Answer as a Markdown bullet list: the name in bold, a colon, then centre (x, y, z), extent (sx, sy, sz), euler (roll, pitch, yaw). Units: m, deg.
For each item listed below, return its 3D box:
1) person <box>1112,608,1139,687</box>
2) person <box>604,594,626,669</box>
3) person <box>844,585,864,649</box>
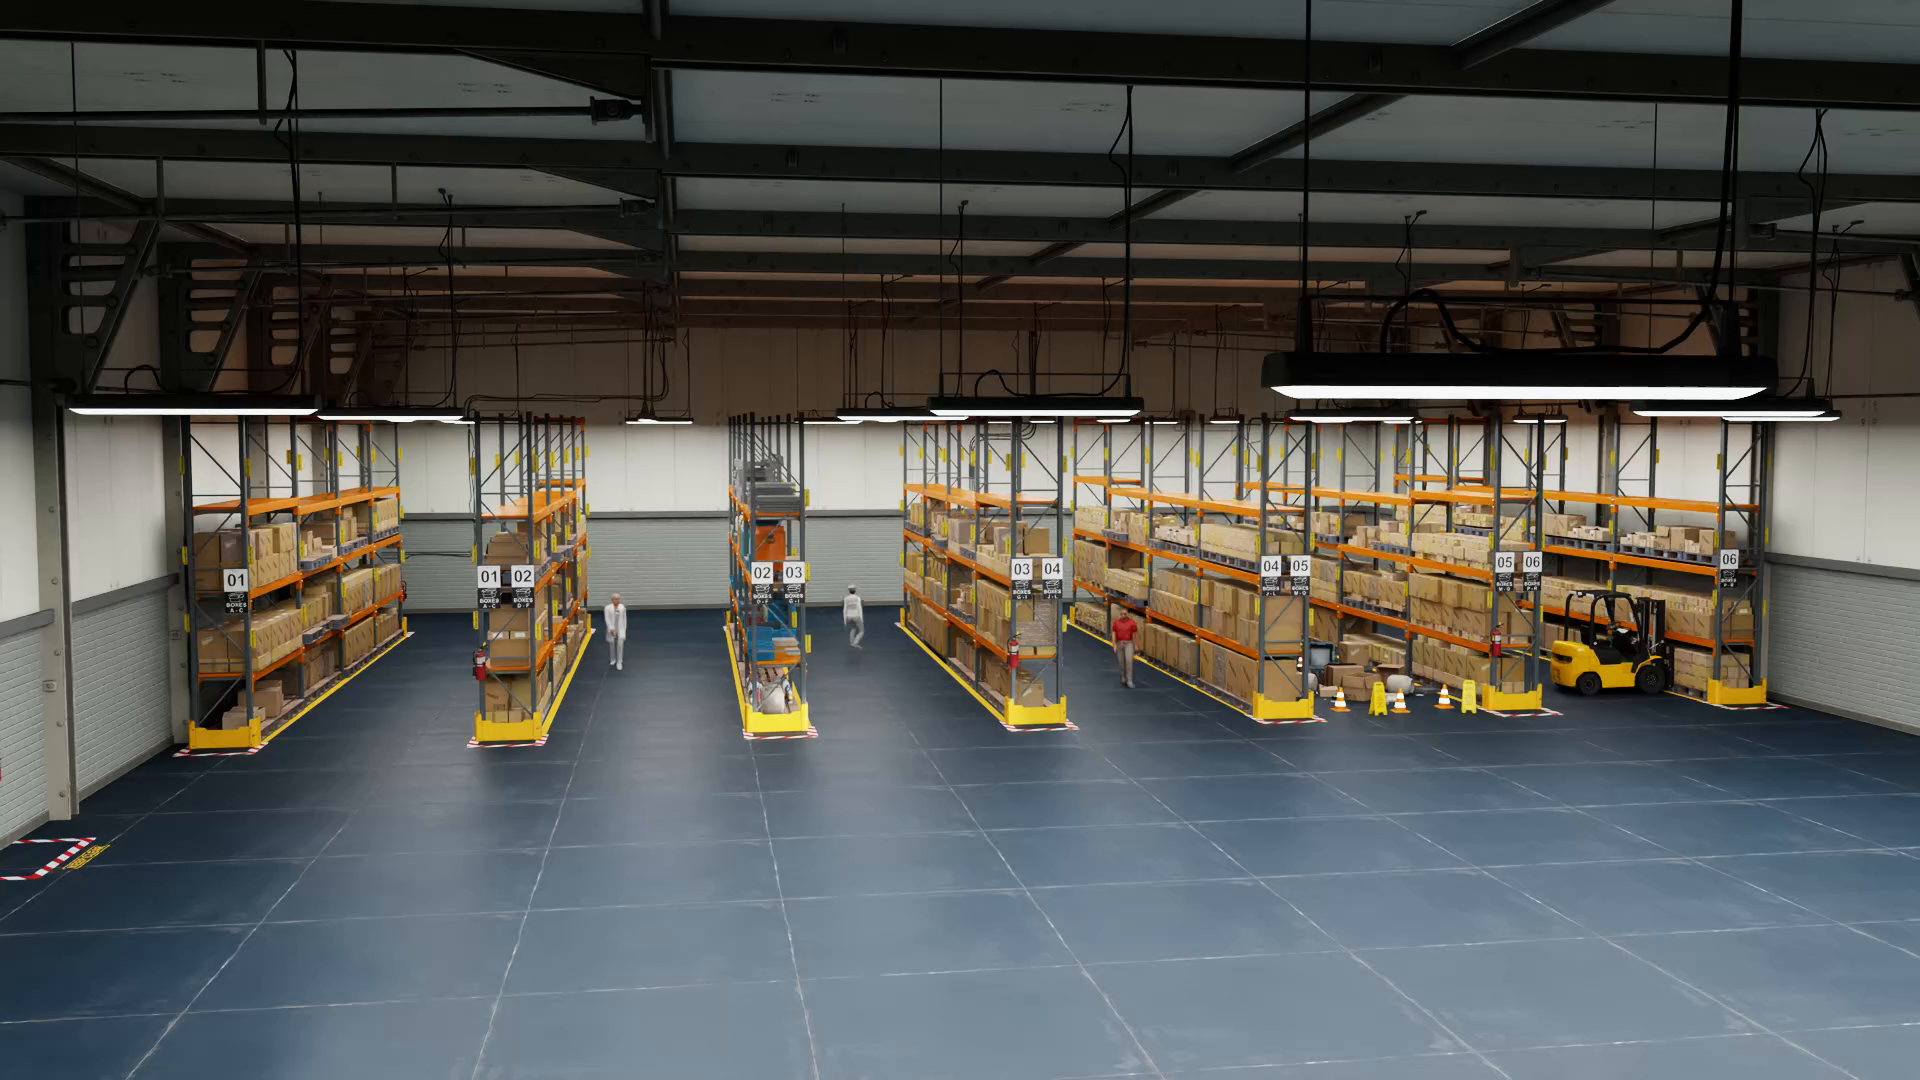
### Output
- **person**: centre (3.636, 2.351, 36.796), extent (0.589, 1.691, 0.886), euler (1, 4, 18)
- **person**: centre (-8.197, 2.155, 39.583), extent (0.548, 1.730, 1.038), euler (-1, 4, -18)
- **person**: centre (-2.639, 1.901, 41.323), extent (0.515, 1.576, 0.582), euler (2, 4, 21)
